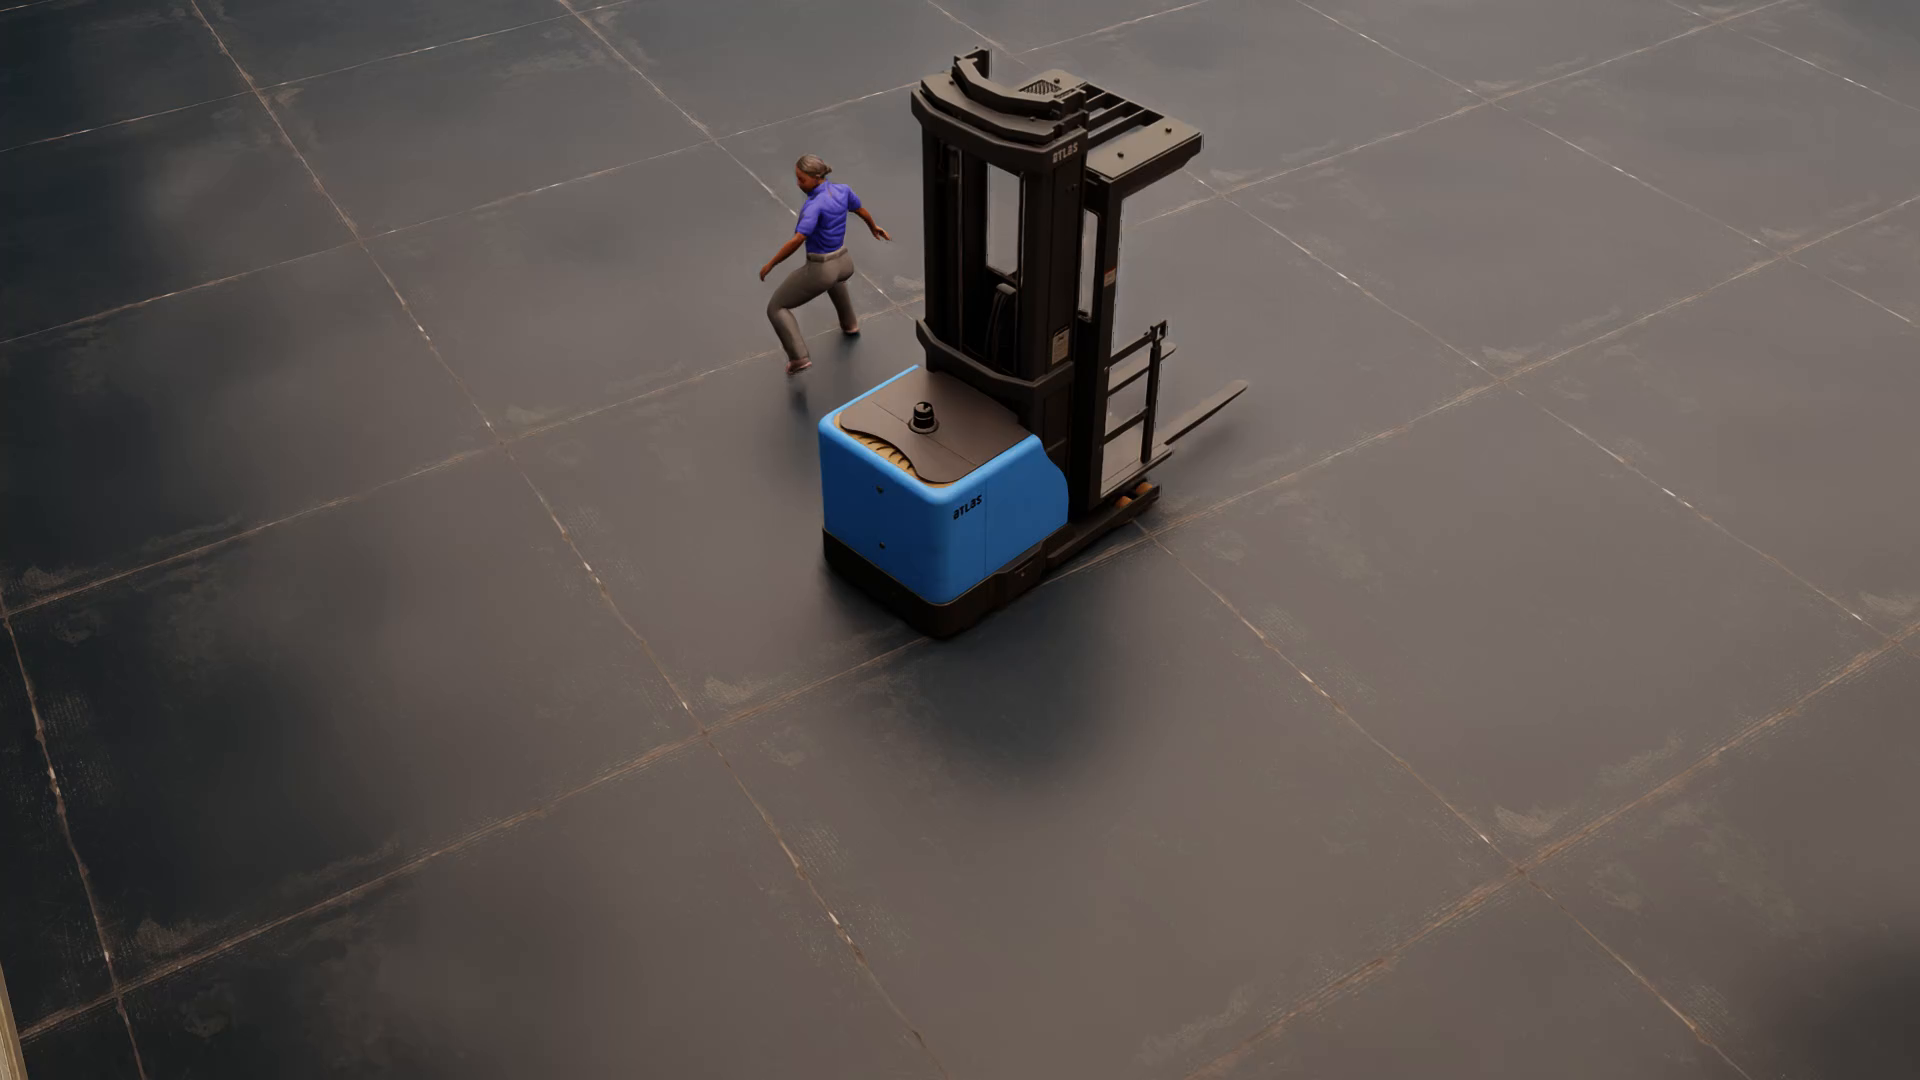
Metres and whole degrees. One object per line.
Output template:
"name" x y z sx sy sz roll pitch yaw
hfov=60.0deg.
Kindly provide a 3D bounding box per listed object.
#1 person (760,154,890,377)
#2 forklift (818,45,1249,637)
"person" -0.895 -1.878 11.157 0.480 1.555 1.079 26 48 27
"forklift" 0.592 -1.422 9.498 3.031 2.935 1.130 -33 51 -32
